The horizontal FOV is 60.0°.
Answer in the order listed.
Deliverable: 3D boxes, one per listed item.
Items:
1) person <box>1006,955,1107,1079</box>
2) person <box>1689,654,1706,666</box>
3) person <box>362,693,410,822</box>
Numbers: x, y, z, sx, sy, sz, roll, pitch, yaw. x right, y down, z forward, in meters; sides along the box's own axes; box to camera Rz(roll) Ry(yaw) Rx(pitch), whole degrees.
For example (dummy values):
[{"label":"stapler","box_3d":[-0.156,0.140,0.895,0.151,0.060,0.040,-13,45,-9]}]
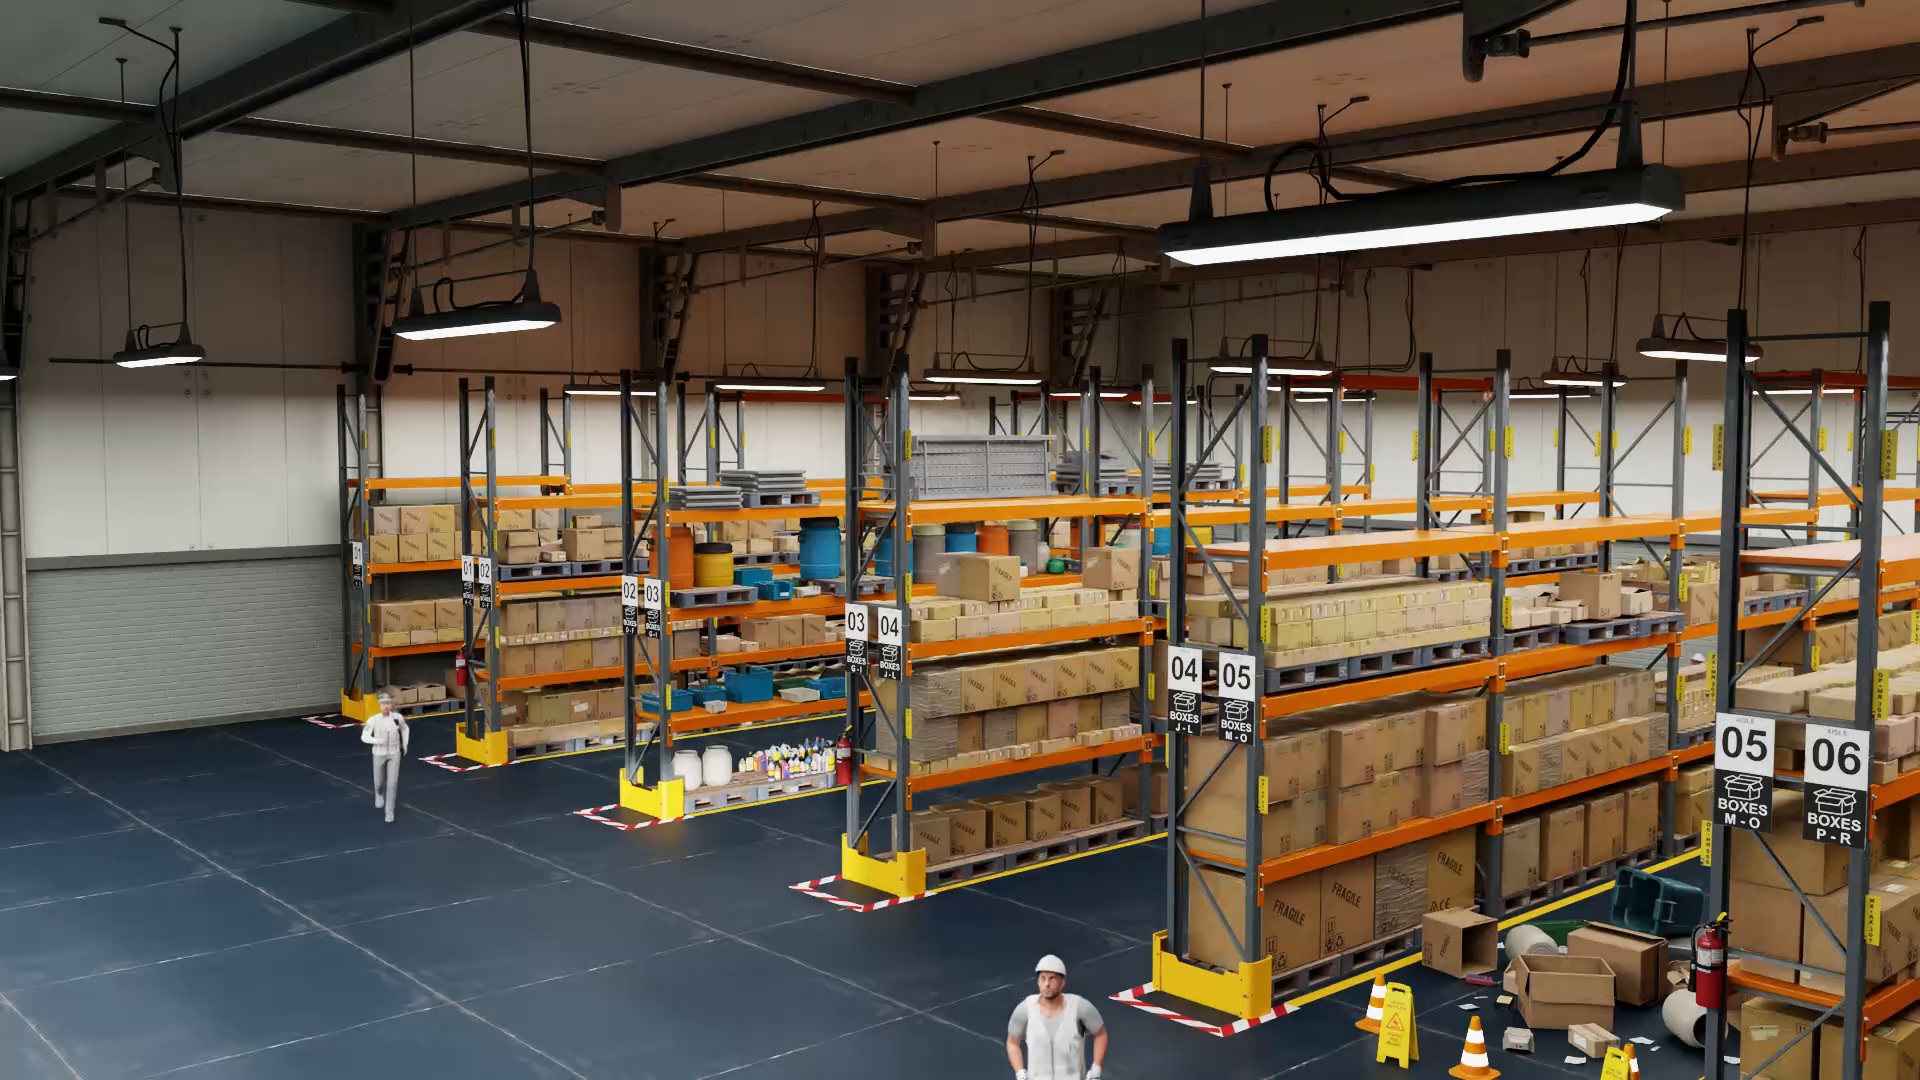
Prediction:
[{"label":"person","box_3d":[0.622,3.581,10.874,0.661,1.745,0.548,1,4,8]},{"label":"person","box_3d":[11.377,2.616,25.599,0.592,1.750,0.698,-3,5,-38]},{"label":"person","box_3d":[-7.650,2.861,22.179,0.628,1.670,0.823,-2,4,-24]}]
